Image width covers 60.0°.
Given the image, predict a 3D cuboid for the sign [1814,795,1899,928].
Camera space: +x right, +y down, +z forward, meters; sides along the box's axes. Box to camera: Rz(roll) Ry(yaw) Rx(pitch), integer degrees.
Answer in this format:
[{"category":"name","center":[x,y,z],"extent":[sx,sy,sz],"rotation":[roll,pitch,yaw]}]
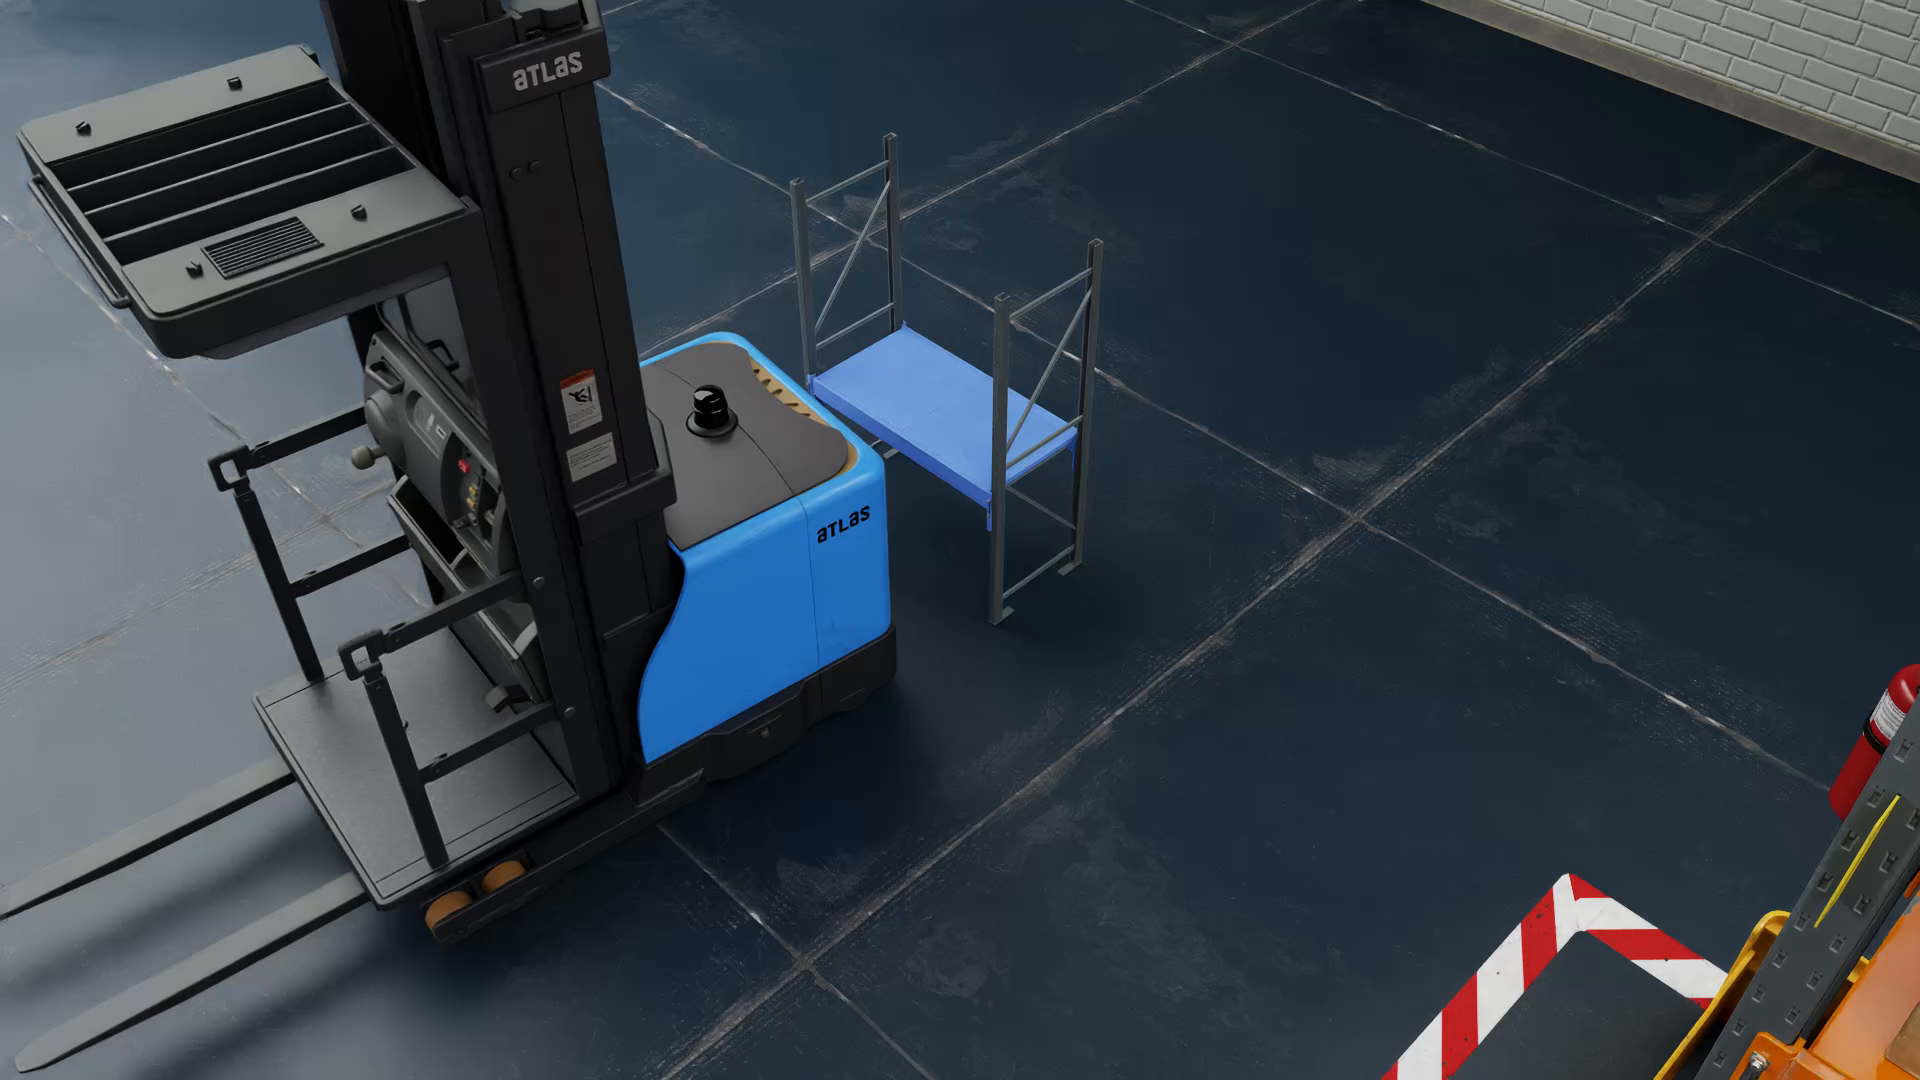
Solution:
[{"category":"sign","center":[1.711,0.617,3.175],"extent":[0.100,0.325,0.005],"rotation":[-34,53,-31]}]

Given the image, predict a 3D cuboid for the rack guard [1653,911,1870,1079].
[{"category":"rack guard","center":[2.091,1.608,4.642],"extent":[1.175,0.500,0.348],"rotation":[-34,53,-31]}]

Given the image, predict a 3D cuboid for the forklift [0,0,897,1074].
[{"category":"forklift","center":[-1.707,-0.193,4.799],"extent":[3.031,2.935,1.130],"rotation":[-28,50,-27]}]

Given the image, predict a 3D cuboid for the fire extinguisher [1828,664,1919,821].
[{"category":"fire extinguisher","center":[2.353,0.450,4.110],"extent":[0.296,0.674,0.183],"rotation":[-34,53,-31]}]

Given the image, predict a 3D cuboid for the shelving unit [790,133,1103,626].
[{"category":"shelving unit","center":[-0.060,-0.592,6.285],"extent":[0.538,1.500,1.048],"rotation":[-34,53,-31]}]

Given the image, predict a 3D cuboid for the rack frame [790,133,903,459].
[{"category":"rack frame","center":[-0.419,-0.836,6.550],"extent":[0.500,1.500,0.032],"rotation":[-34,53,-31]}]

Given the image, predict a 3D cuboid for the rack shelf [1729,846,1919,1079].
[{"category":"rack shelf","center":[3.520,1.926,2.985],"extent":[1.077,0.370,4.000],"rotation":[-34,53,-31]}]

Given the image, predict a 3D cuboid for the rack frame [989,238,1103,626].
[{"category":"rack frame","center":[0.299,-0.348,6.021],"extent":[0.500,1.500,0.032],"rotation":[-34,53,-31]}]

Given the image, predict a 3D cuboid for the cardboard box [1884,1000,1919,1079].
[{"category":"cardboard box","center":[2.428,0.895,3.498],"extent":[0.700,0.500,0.500],"rotation":[-34,53,-31]}]

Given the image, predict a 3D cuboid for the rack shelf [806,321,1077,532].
[{"category":"rack shelf","center":[-0.060,-0.460,6.407],"extent":[0.538,0.185,1.000],"rotation":[-34,53,-31]}]

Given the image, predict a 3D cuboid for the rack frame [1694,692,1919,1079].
[{"category":"rack frame","center":[2.108,0.701,3.781],"extent":[1.000,3.000,0.127],"rotation":[-34,53,-31]}]
